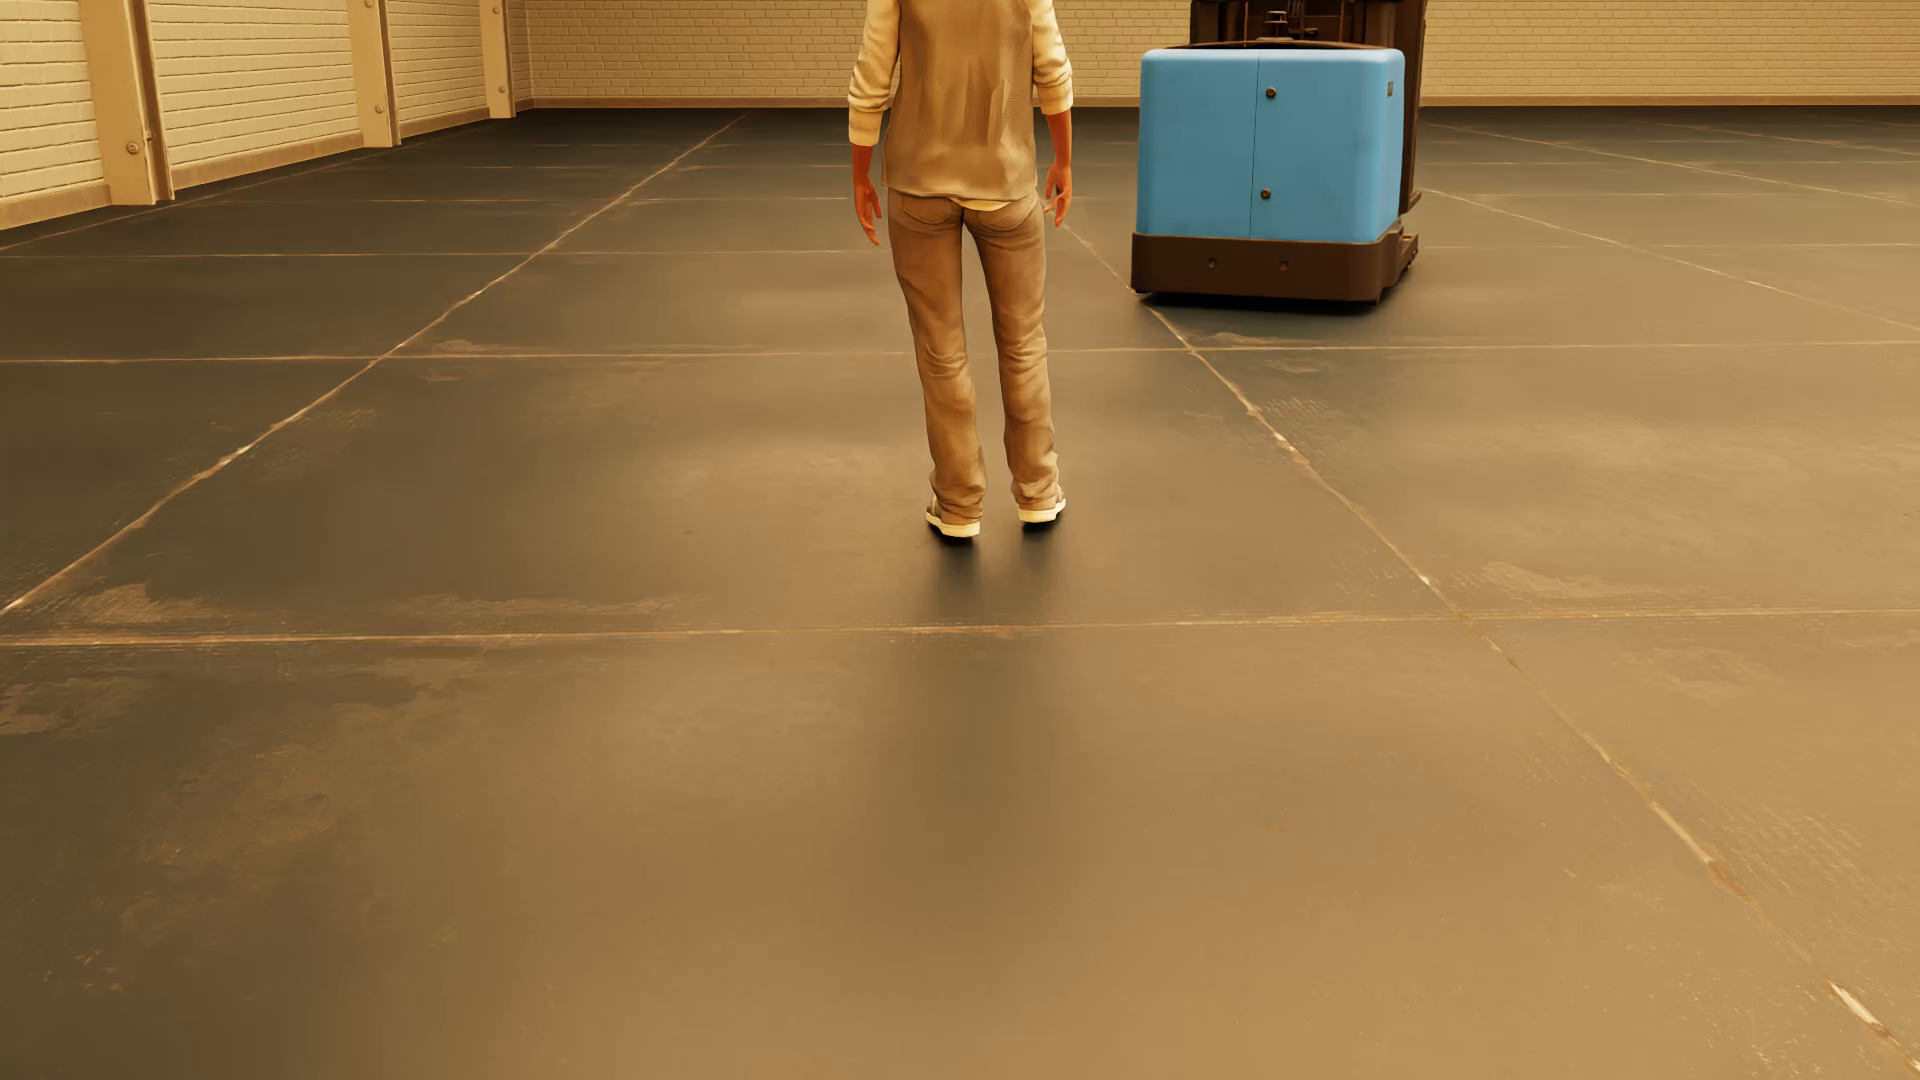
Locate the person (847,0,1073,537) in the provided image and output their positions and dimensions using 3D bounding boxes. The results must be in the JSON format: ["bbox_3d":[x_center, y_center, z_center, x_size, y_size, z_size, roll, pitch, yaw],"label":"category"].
[{"bbox_3d":[0.011,-0.792,3.753,0.520,1.597,0.475,-1,17,-3],"label":"person"}]

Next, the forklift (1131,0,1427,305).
[{"bbox_3d":[1.716,-2.785,8.011,1.130,2.935,3.031,6,18,18],"label":"forklift"}]
